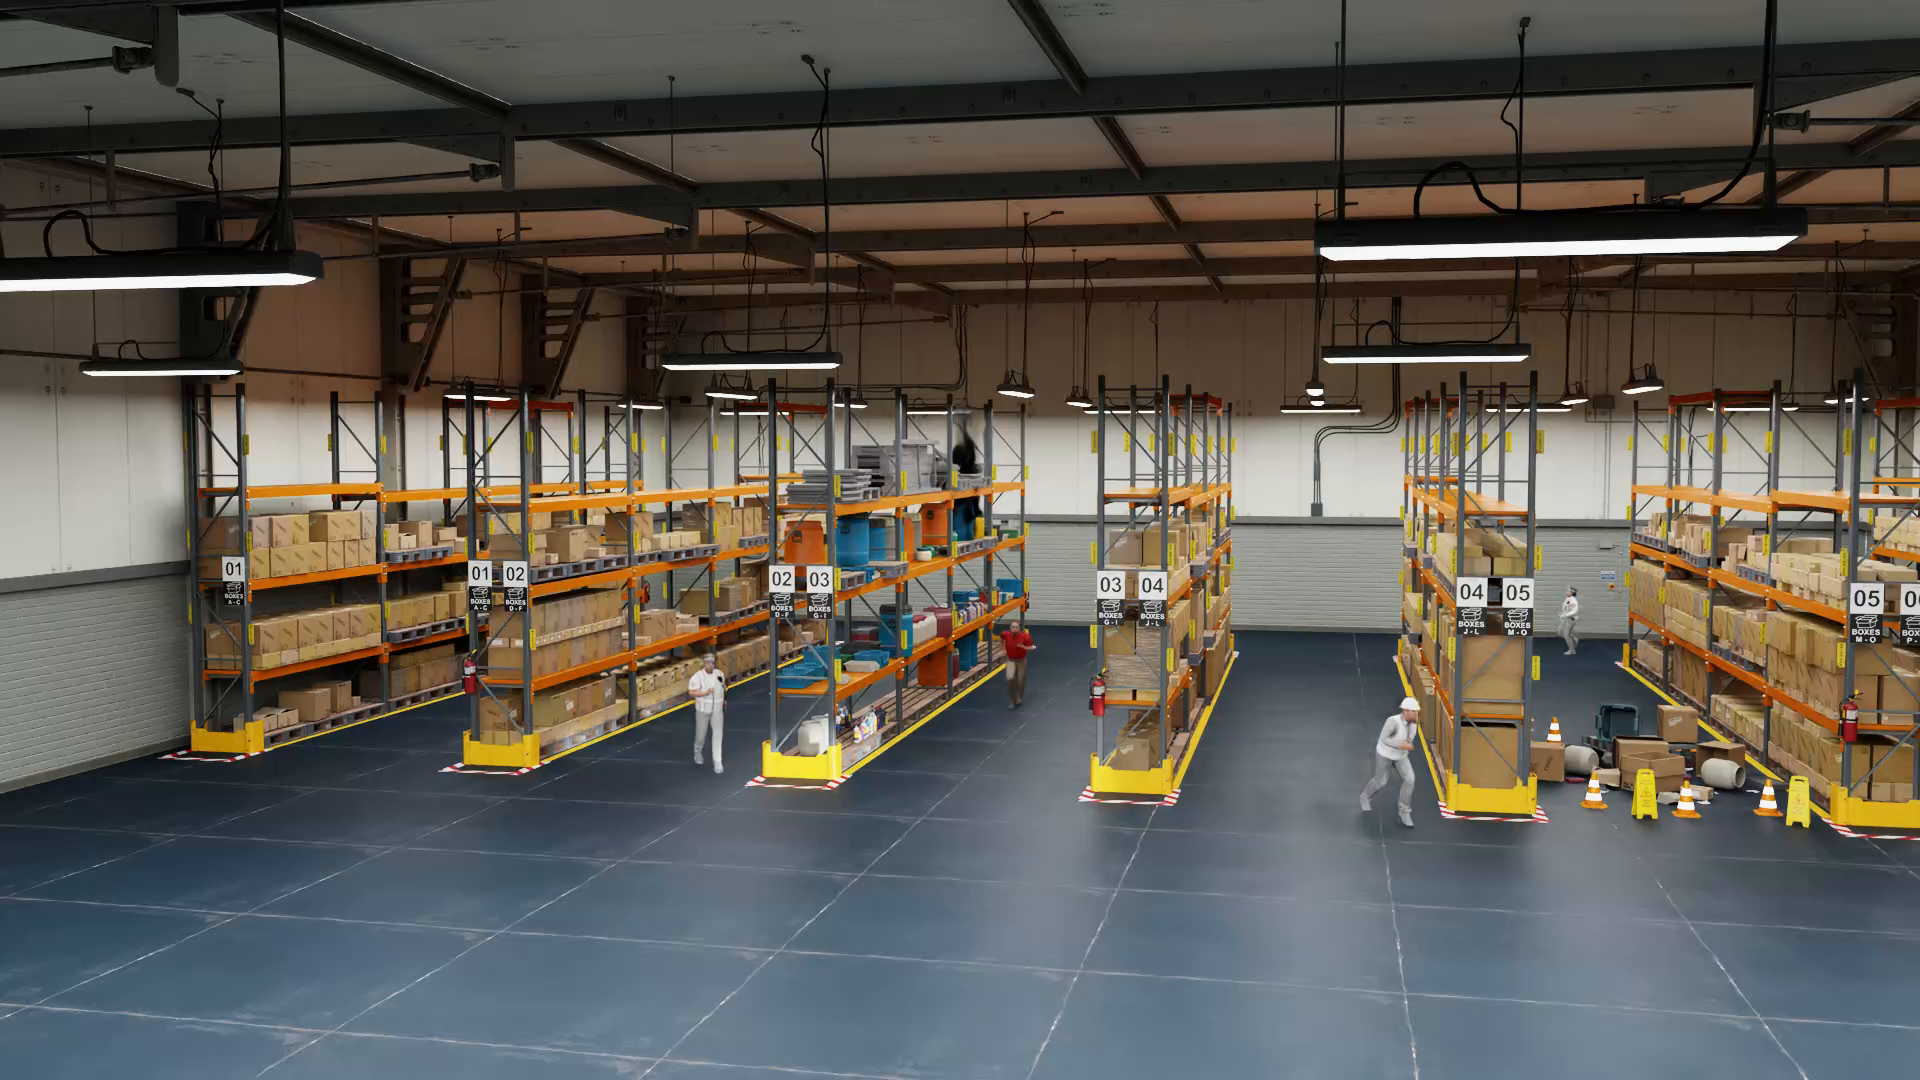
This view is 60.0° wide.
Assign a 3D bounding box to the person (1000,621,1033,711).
[{"bbox_3d":[1.064,2.366,31.512,0.640,1.715,0.931,0,3,5],"label":"person"}]

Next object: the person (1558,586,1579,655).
[{"bbox_3d":[14.548,1.912,39.724,0.548,1.659,0.613,0,3,-2],"label":"person"}]

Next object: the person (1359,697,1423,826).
[{"bbox_3d":[5.755,2.916,22.201,0.700,1.733,1.033,-2,4,-32],"label":"person"}]

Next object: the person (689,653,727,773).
[{"bbox_3d":[-3.886,2.628,25.657,0.650,1.790,0.959,-1,4,-24],"label":"person"}]
